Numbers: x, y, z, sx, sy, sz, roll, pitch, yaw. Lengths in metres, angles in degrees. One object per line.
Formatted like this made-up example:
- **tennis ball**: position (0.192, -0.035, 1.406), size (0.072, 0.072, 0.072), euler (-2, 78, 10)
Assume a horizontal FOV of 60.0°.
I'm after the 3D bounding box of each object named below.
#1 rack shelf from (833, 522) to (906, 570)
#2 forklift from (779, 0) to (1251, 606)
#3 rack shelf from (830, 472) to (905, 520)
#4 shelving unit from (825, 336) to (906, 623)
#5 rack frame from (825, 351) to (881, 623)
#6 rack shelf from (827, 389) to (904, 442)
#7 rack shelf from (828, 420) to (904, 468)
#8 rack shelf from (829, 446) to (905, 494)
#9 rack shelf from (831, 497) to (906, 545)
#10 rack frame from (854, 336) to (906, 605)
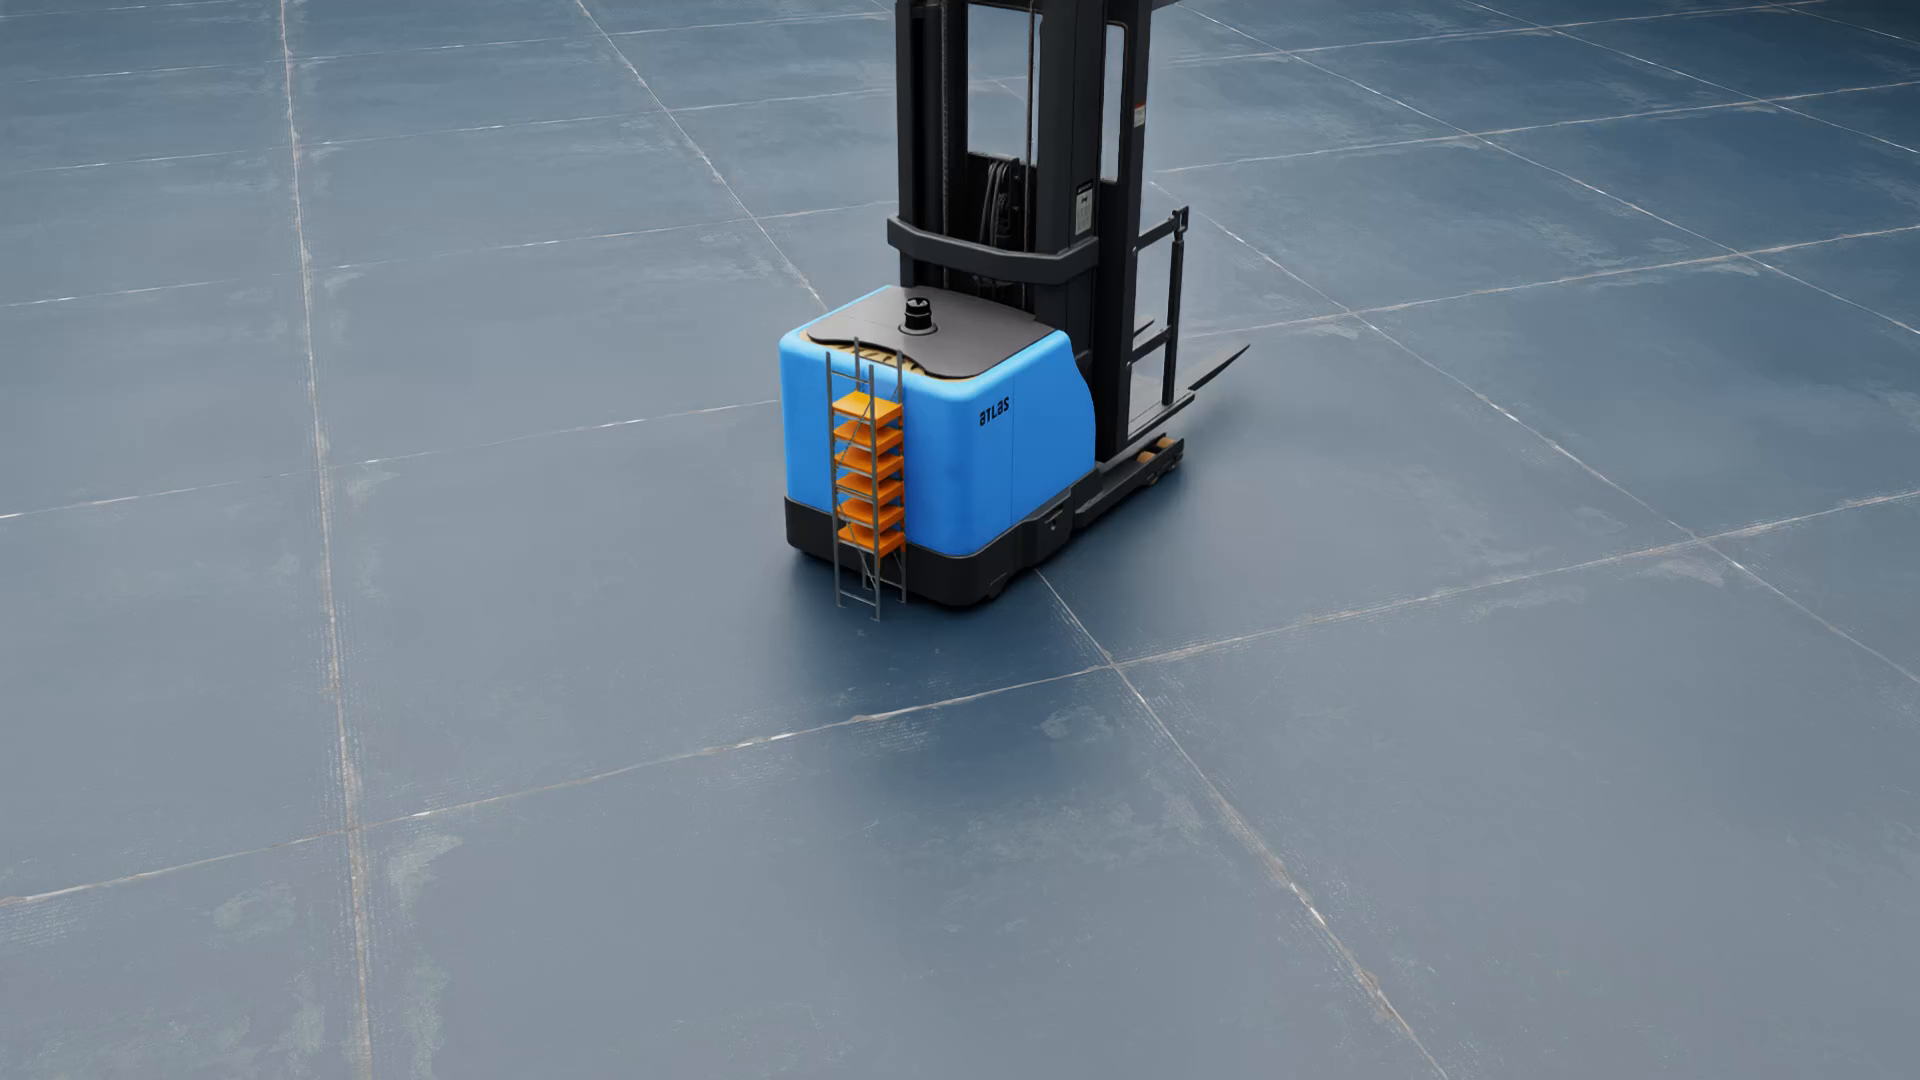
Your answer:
- **rack shelf**: position (-0.386, 0.010, 7.095), size (0.258, 0.103, 0.180), euler (19, 35, 30)
- **forklift**: position (0.468, -1.668, 7.717), size (1.130, 2.935, 3.031), euler (19, 35, 30)
- **rack shelf**: position (-0.386, -0.199, 6.976), size (0.258, 0.103, 0.180), euler (19, 35, 30)
- **shelving unit**: position (-0.386, -0.237, 6.954), size (0.258, 1.200, 0.189), euler (19, 35, 30)
- **rack frame**: position (-0.439, -0.200, 6.890), size (0.240, 1.200, 0.006), euler (19, 35, 30)
- **rack shelf**: position (-0.386, -0.511, 6.798), size (0.258, 0.103, 0.180), euler (19, 35, 30)
- **rack shelf**: position (-0.386, -0.407, 6.858), size (0.258, 0.103, 0.180), euler (19, 35, 30)
- **rack shelf**: position (-0.386, -0.303, 6.917), size (0.258, 0.103, 0.180), euler (19, 35, 30)
- **rack shelf**: position (-0.386, -0.094, 7.036), size (0.258, 0.103, 0.180), euler (19, 35, 30)
- **rack frame**: position (-0.333, -0.274, 7.019), size (0.240, 1.200, 0.006), euler (19, 35, 30)
